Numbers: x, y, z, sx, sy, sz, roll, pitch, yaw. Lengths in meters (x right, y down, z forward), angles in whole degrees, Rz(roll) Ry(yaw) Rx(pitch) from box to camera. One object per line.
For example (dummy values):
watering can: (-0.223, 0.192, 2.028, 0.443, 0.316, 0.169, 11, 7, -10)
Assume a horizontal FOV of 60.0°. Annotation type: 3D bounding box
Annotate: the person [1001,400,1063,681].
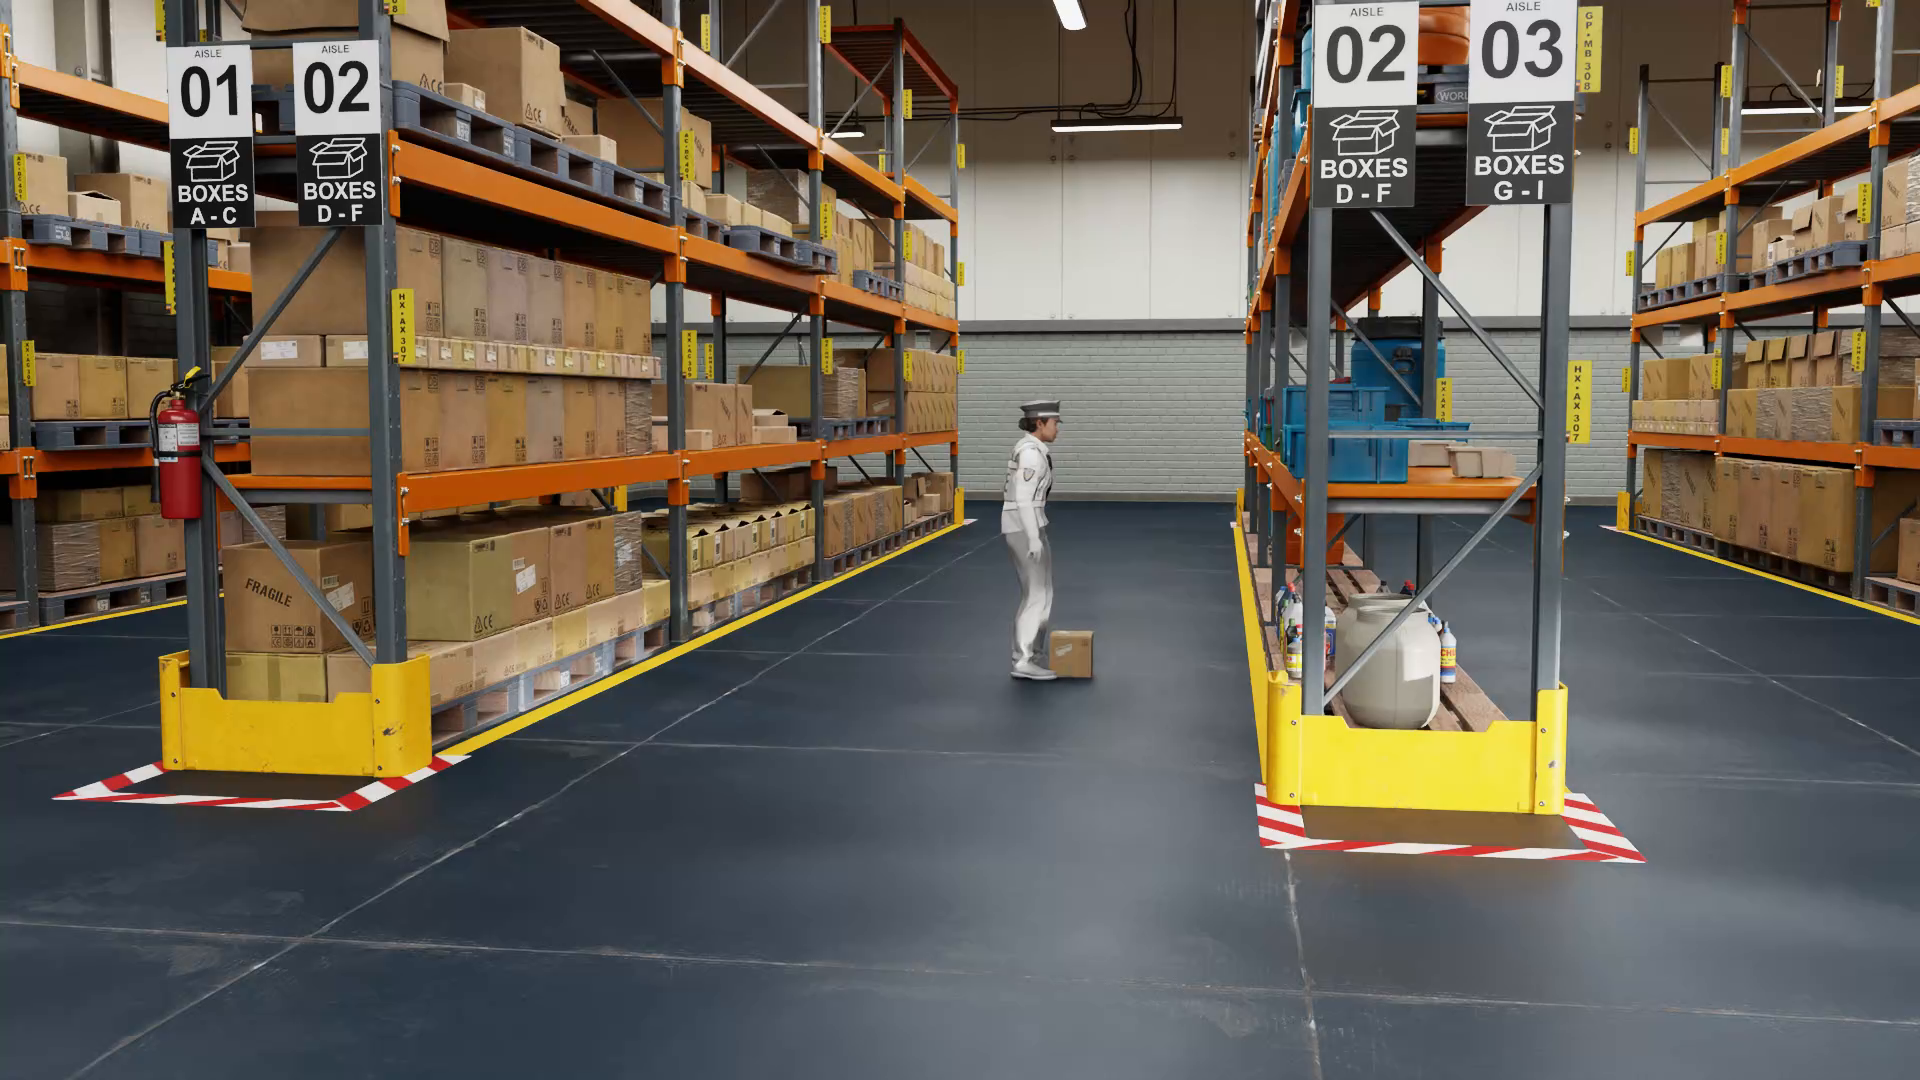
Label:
person: (0.455, -0.014, 10.051, 0.413, 1.663, 0.523, 1, 5, 6)
